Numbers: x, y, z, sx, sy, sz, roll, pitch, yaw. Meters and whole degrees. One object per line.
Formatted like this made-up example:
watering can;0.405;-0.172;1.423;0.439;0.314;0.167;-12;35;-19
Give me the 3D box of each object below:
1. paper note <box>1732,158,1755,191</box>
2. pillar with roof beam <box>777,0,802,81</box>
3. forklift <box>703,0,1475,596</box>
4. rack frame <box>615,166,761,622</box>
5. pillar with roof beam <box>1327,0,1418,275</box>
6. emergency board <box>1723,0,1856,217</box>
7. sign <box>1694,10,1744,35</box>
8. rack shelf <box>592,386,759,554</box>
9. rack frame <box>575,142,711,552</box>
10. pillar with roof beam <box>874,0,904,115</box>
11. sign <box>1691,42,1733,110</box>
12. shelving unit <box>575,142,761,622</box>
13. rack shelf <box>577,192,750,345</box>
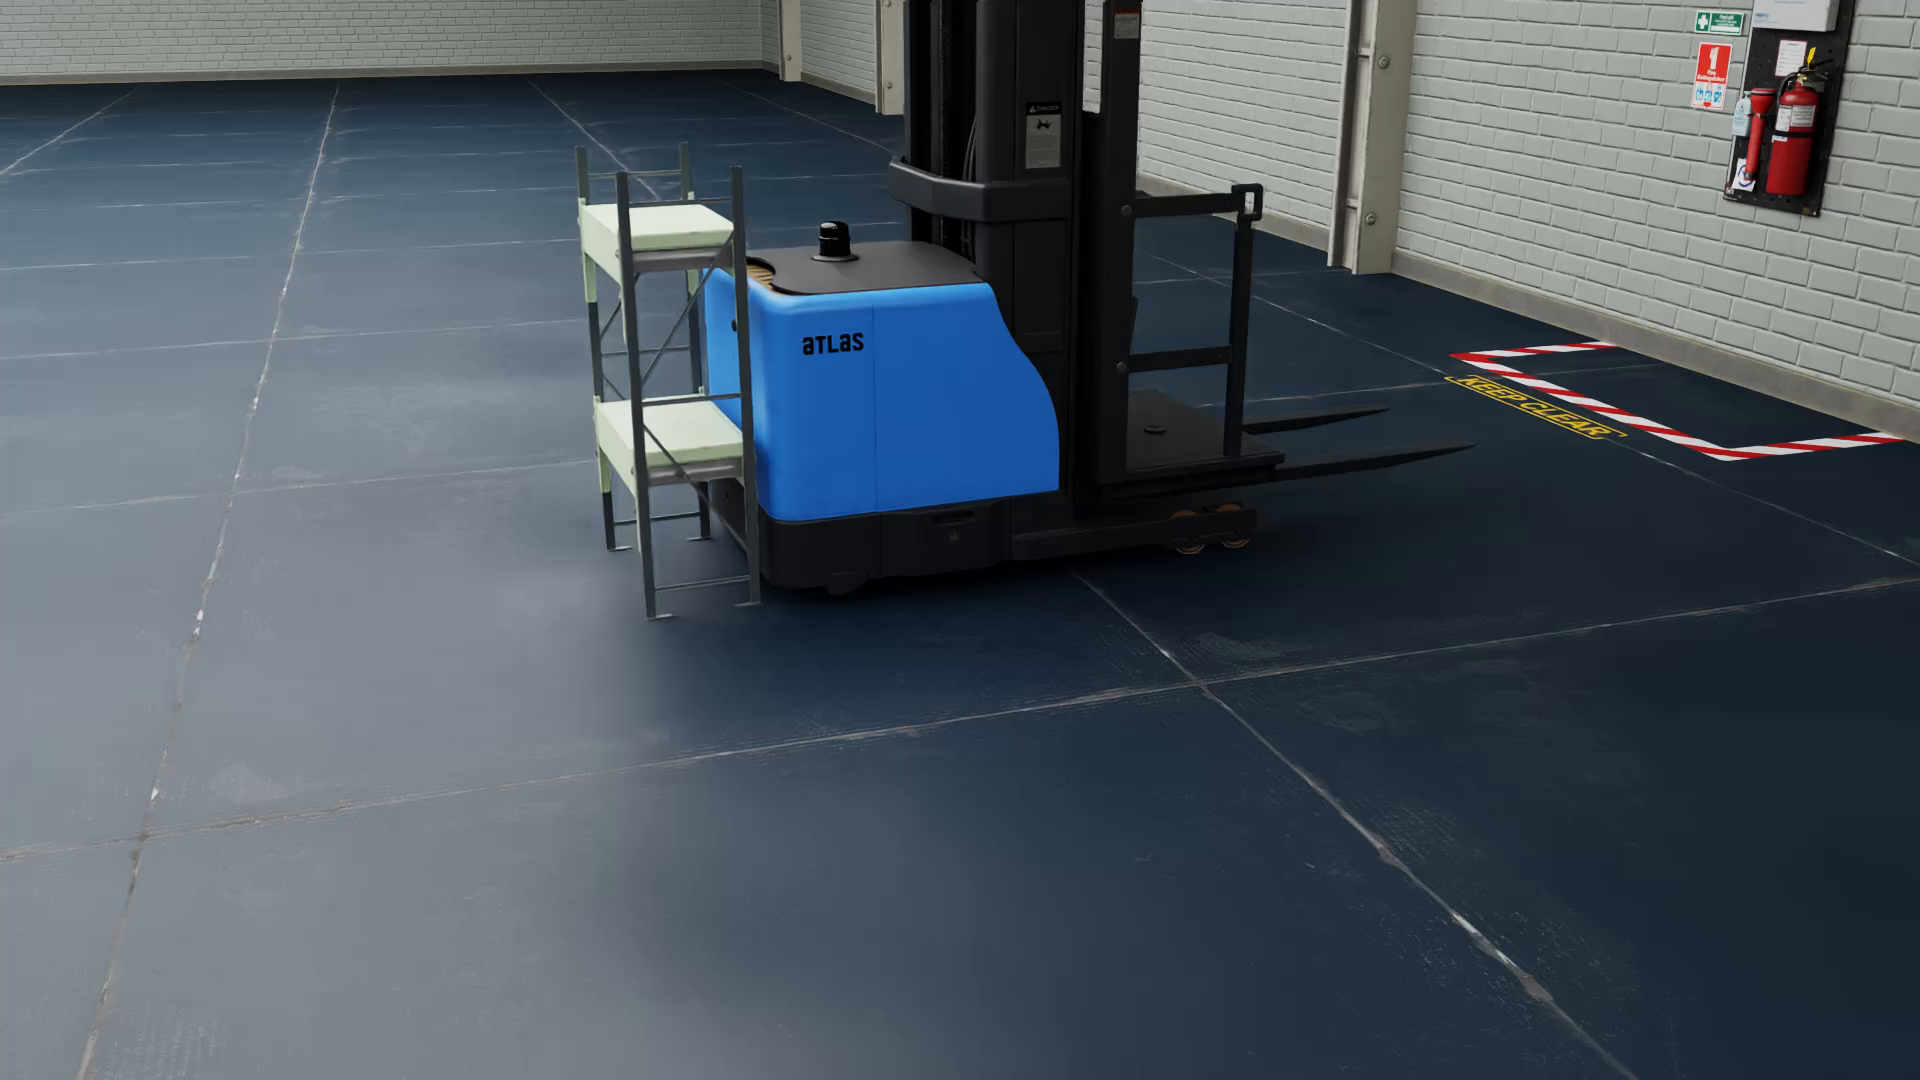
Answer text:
paper note;3.988;-1.854;8.445;0.016;0.148;0.142;-6;21;-17
pillar with roof beam;-6.912;-11.475;25.053;9.100;9.000;0.400;-6;21;-17
forklift;0.594;-1.482;6.206;3.031;2.935;1.130;-7;21;-20
rack frame;-0.882;-0.457;5.471;0.400;1.500;0.023;-8;21;-20
pillar with roof beam;-1.254;-5.699;8.971;9.100;9.000;0.400;-6;21;-17
emergency board;3.978;-2.205;8.117;0.194;1.169;0.643;-6;21;-17
sign;3.895;-2.657;8.540;0.001;0.109;0.331;-6;21;-17
rack shelf;-1.017;-0.266;5.902;0.431;0.370;0.720;-8;21;-20
rack frame;-1.153;-0.687;6.111;0.400;1.500;0.023;-8;21;-20
pillar with roof beam;-5.026;-9.550;19.693;9.100;9.000;0.400;-6;21;-17
sign;3.902;-2.410;8.636;0.001;0.329;0.234;-6;21;-17
shelving unit;-1.017;-0.572;5.791;0.431;1.500;0.755;-8;21;-20
rack shelf;-1.017;-0.940;5.659;0.431;0.370;0.720;-8;21;-20
